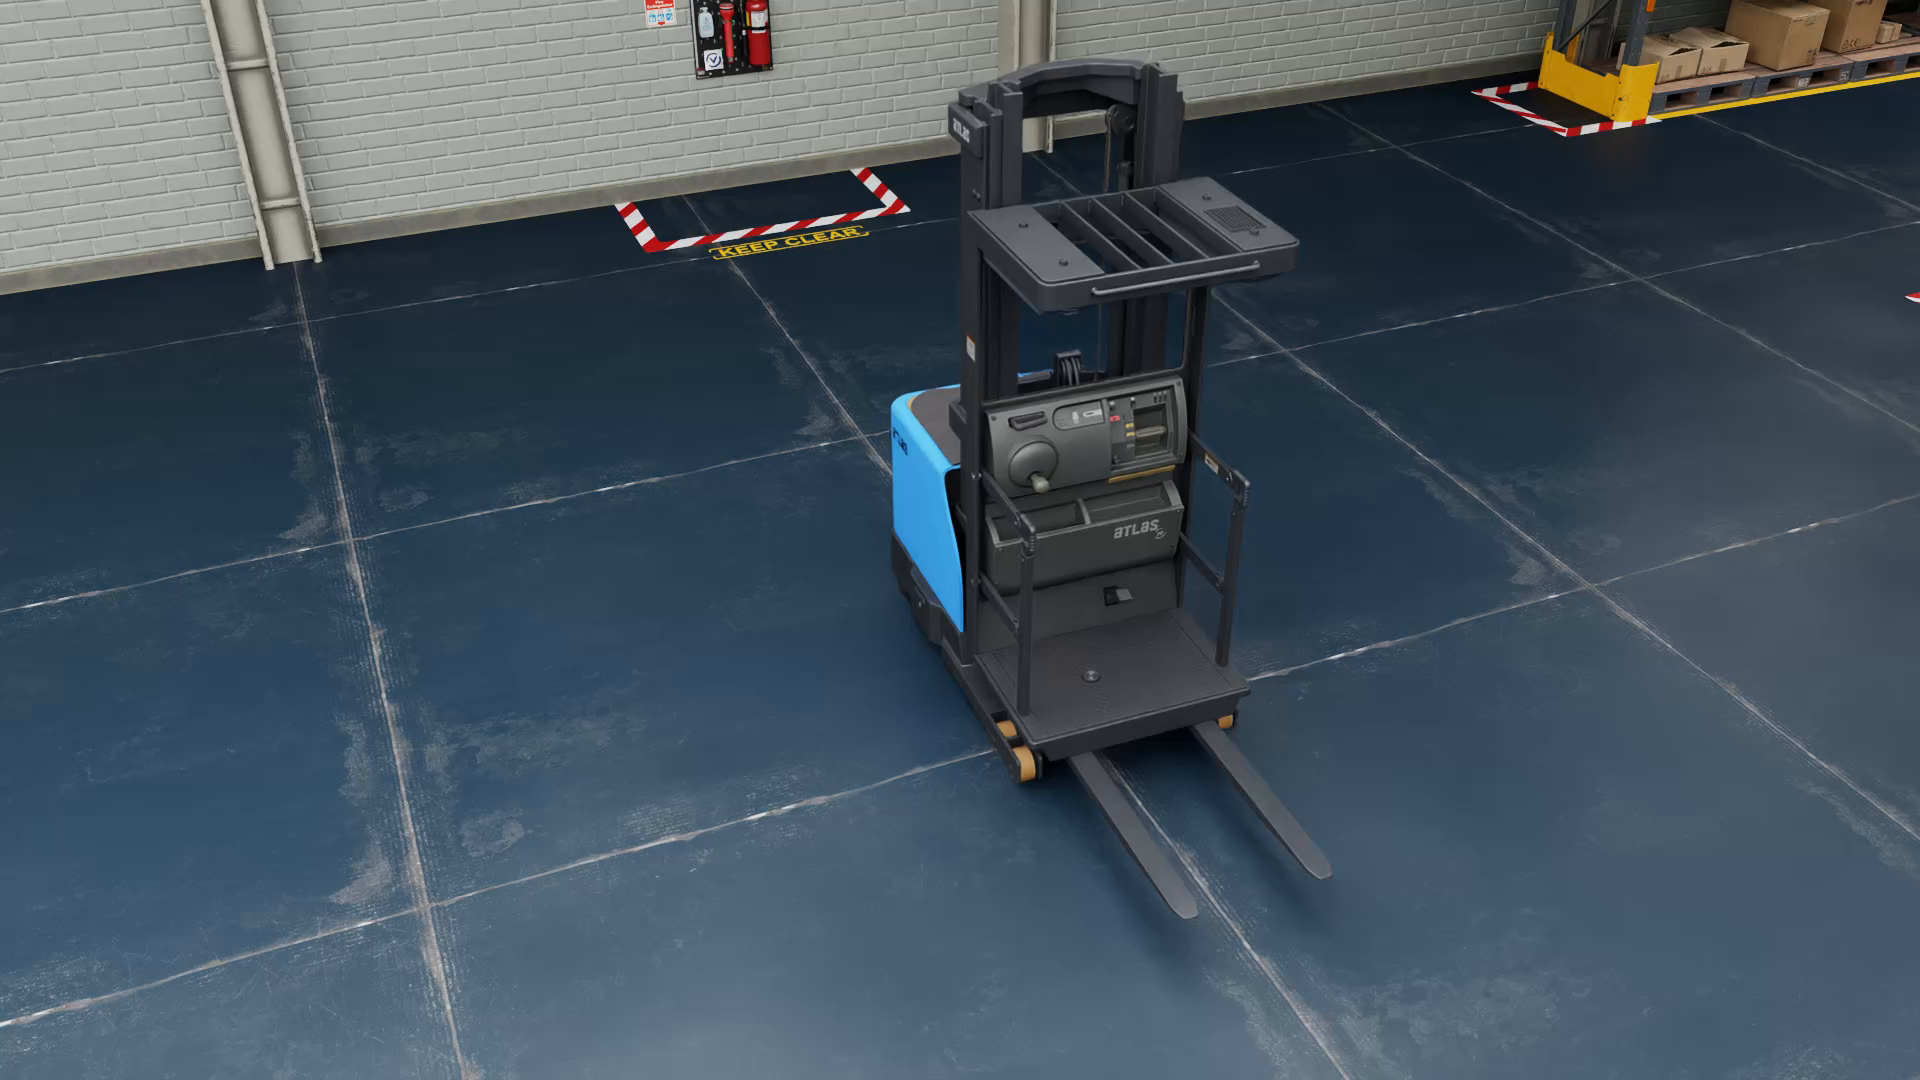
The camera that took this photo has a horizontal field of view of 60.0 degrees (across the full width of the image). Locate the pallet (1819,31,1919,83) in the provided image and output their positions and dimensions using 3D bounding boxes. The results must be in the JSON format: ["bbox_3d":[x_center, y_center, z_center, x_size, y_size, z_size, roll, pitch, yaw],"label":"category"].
[{"bbox_3d":[8.863,-4.828,16.394,1.213,0.211,1.003,-13,35,-19],"label":"pallet"}]

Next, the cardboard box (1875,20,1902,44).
[{"bbox_3d":[8.987,-5.025,16.335,0.250,0.166,0.380,-18,37,-25],"label":"cardboard box"}]

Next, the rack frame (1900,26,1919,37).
[{"bbox_3d":[9.468,-6.156,15.879,0.127,3.000,1.000,-13,35,-19],"label":"rack frame"}]

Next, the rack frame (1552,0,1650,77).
[{"bbox_3d":[5.780,-5.311,14.581,0.127,3.000,1.000,-13,35,-19],"label":"rack frame"}]

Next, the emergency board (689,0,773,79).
[{"bbox_3d":[-1.735,-4.125,12.757,0.643,1.169,0.194,-13,35,-19],"label":"emergency board"}]

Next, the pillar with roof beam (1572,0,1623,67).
[{"bbox_3d":[7.757,-6.244,10.513,0.400,9.000,9.100,-13,35,-19],"label":"pillar with roof beam"}]

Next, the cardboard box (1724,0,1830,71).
[{"bbox_3d":[7.674,-4.799,15.682,0.500,0.500,0.700,-15,36,-22],"label":"cardboard box"}]

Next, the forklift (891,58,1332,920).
[{"bbox_3d":[0.643,-0.396,7.090,1.130,2.935,3.031,-12,35,-18],"label":"forklift"}]

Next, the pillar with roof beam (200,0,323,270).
[{"bbox_3d":[-3.307,-3.710,6.619,0.400,9.000,9.100,-13,35,-19],"label":"pillar with roof beam"}]

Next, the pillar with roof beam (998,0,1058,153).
[{"bbox_3d":[2.225,-4.977,8.566,0.400,9.000,9.100,-13,35,-19],"label":"pillar with roof beam"}]

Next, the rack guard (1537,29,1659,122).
[{"bbox_3d":[5.850,-4.280,15.287,0.348,0.500,1.175,-13,35,-19],"label":"rack guard"}]

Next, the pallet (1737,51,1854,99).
[{"bbox_3d":[7.736,-4.568,15.995,1.213,0.211,1.003,-13,35,-19],"label":"pallet"}]

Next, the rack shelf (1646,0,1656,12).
[{"bbox_3d":[7.624,-5.432,15.426,4.000,0.370,1.077,-13,35,-19],"label":"rack shelf"}]

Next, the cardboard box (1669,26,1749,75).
[{"bbox_3d":[6.979,-4.590,15.534,0.500,0.311,0.500,-10,34,-15],"label":"cardboard box"}]

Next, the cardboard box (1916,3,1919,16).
[{"bbox_3d":[10.141,-5.456,16.692,0.500,0.500,0.700,-12,35,-17],"label":"cardboard box"}]

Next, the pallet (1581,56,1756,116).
[{"bbox_3d":[6.613,-4.312,15.602,1.213,0.211,1.003,-13,35,-19],"label":"pallet"}]

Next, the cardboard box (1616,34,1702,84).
[{"bbox_3d":[6.453,-4.470,15.349,0.500,0.311,0.500,-17,37,-24],"label":"cardboard box"}]

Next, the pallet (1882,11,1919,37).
[{"bbox_3d":[10.186,-5.152,16.893,1.213,0.211,1.003,-13,35,-19],"label":"pallet"}]

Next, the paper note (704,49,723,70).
[{"bbox_3d":[-1.925,-3.753,12.993,0.142,0.148,0.016,-13,35,-19],"label":"paper note"}]

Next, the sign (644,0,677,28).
[{"bbox_3d":[-2.284,-4.075,12.648,0.234,0.329,0.001,-13,35,-19],"label":"sign"}]

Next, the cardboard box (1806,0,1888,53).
[{"bbox_3d":[8.527,-5.053,16.073,0.500,0.500,0.500,-16,36,-22],"label":"cardboard box"}]
